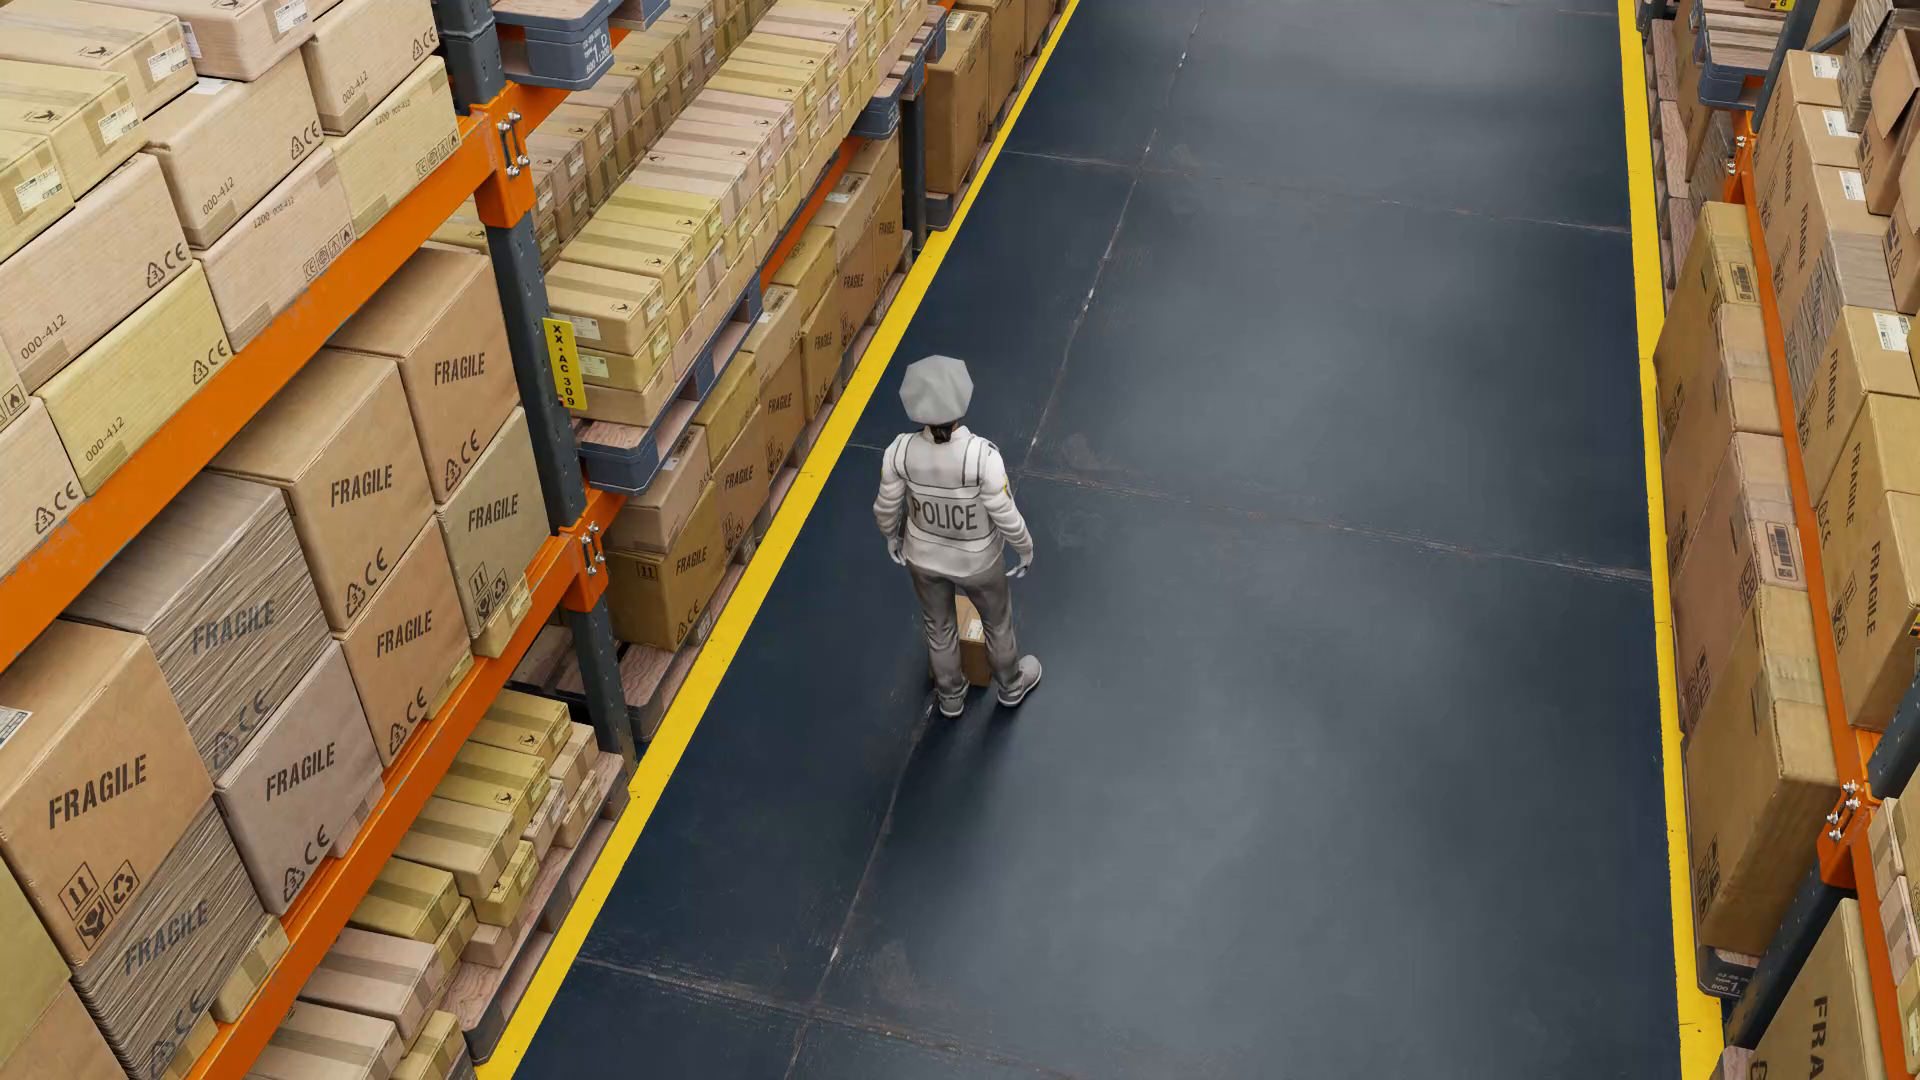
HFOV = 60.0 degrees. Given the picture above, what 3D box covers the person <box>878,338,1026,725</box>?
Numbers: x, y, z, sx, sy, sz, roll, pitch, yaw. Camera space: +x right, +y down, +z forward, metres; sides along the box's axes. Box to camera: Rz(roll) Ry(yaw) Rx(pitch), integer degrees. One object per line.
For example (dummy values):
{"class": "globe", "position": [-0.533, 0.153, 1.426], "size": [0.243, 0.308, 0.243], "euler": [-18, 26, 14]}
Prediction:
{"class": "person", "position": [-0.022, 0.027, 6.119], "size": [0.537, 1.673, 0.382], "euler": [9, 42, 10]}
